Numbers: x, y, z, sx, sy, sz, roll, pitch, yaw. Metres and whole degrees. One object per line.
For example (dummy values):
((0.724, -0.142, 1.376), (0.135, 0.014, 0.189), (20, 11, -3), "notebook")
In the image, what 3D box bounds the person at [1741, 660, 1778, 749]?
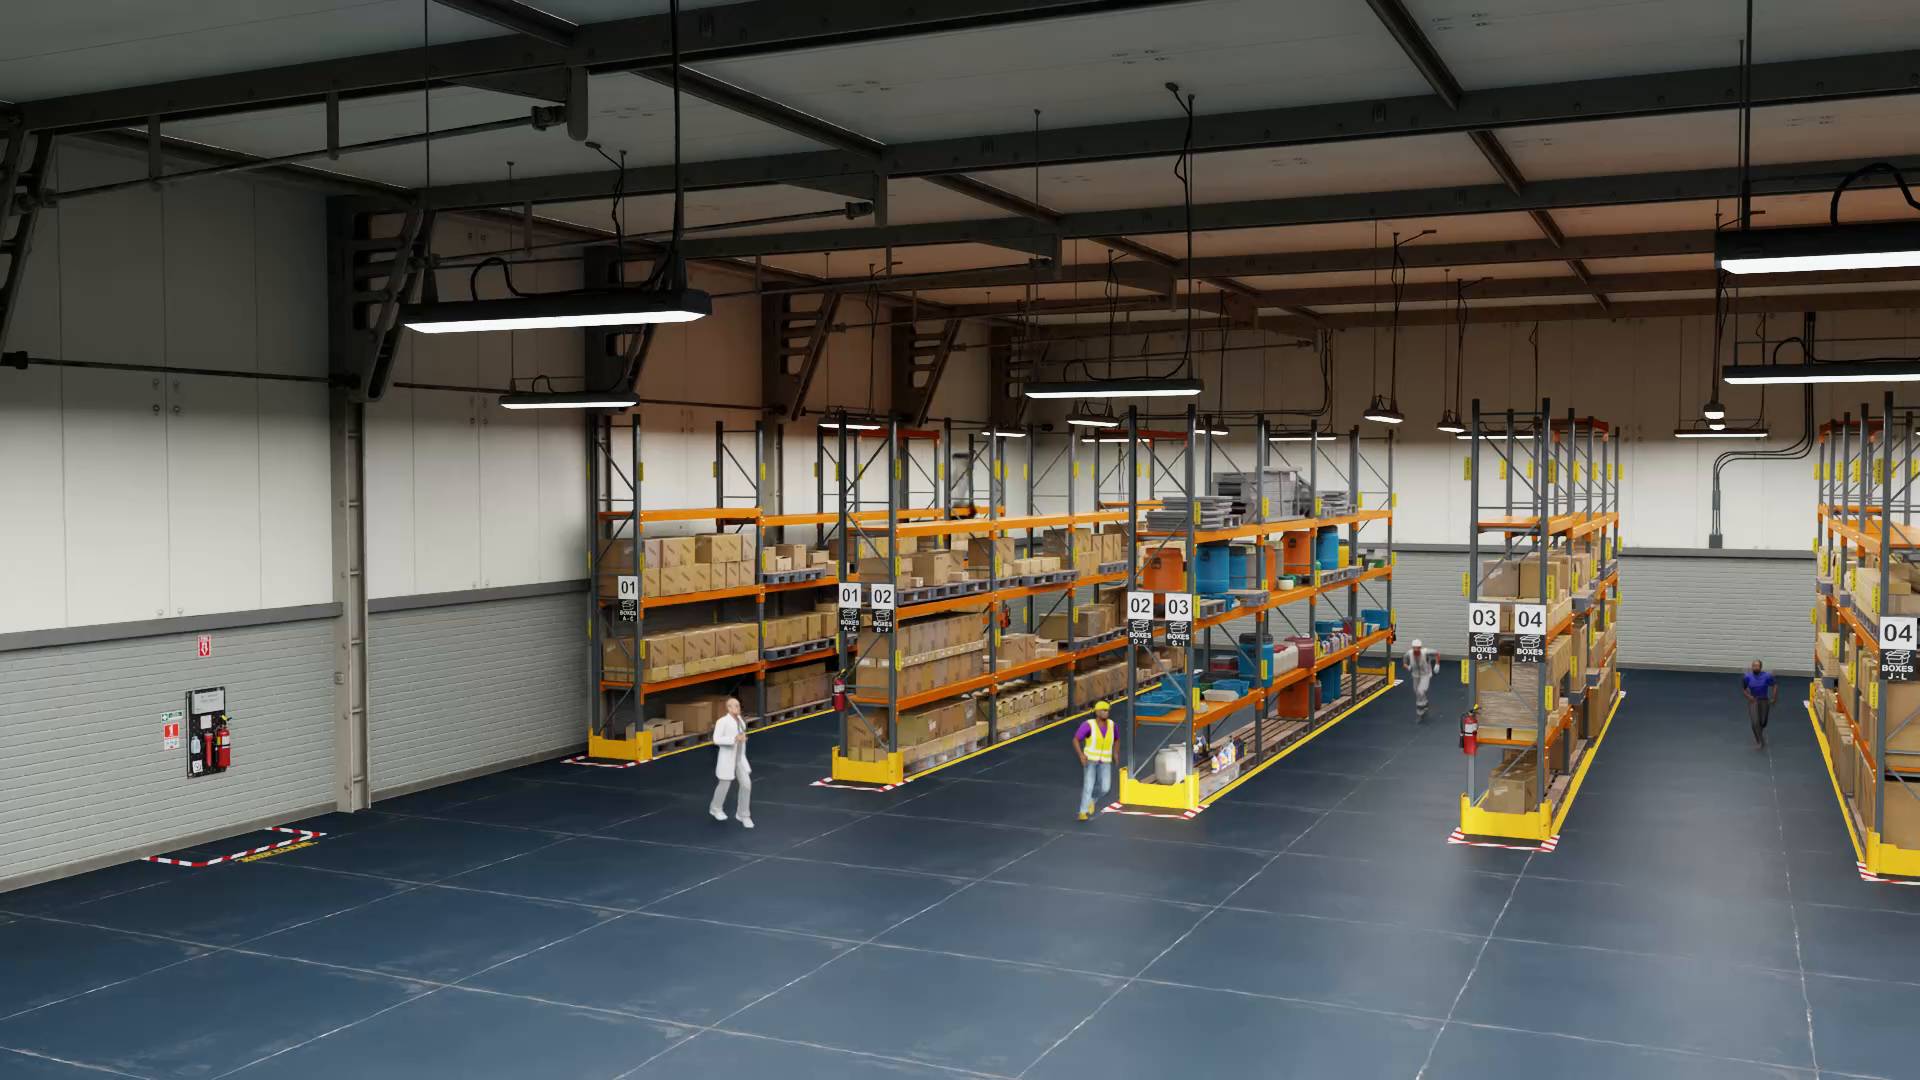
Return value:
((14.545, 2.978, 30.278), (0.605, 1.616, 0.675), (1, 3, 25), "person")

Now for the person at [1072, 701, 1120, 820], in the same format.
((1.994, 3.166, 23.895), (0.756, 1.699, 0.524), (-1, 2, -14), "person")

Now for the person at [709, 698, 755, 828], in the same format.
((-3.266, 3.165, 23.487), (0.861, 1.842, 0.669), (2, 3, 40), "person")

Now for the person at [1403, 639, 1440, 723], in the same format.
((9.275, 2.818, 33.368), (0.706, 1.719, 1.011), (1, 3, 31), "person")
